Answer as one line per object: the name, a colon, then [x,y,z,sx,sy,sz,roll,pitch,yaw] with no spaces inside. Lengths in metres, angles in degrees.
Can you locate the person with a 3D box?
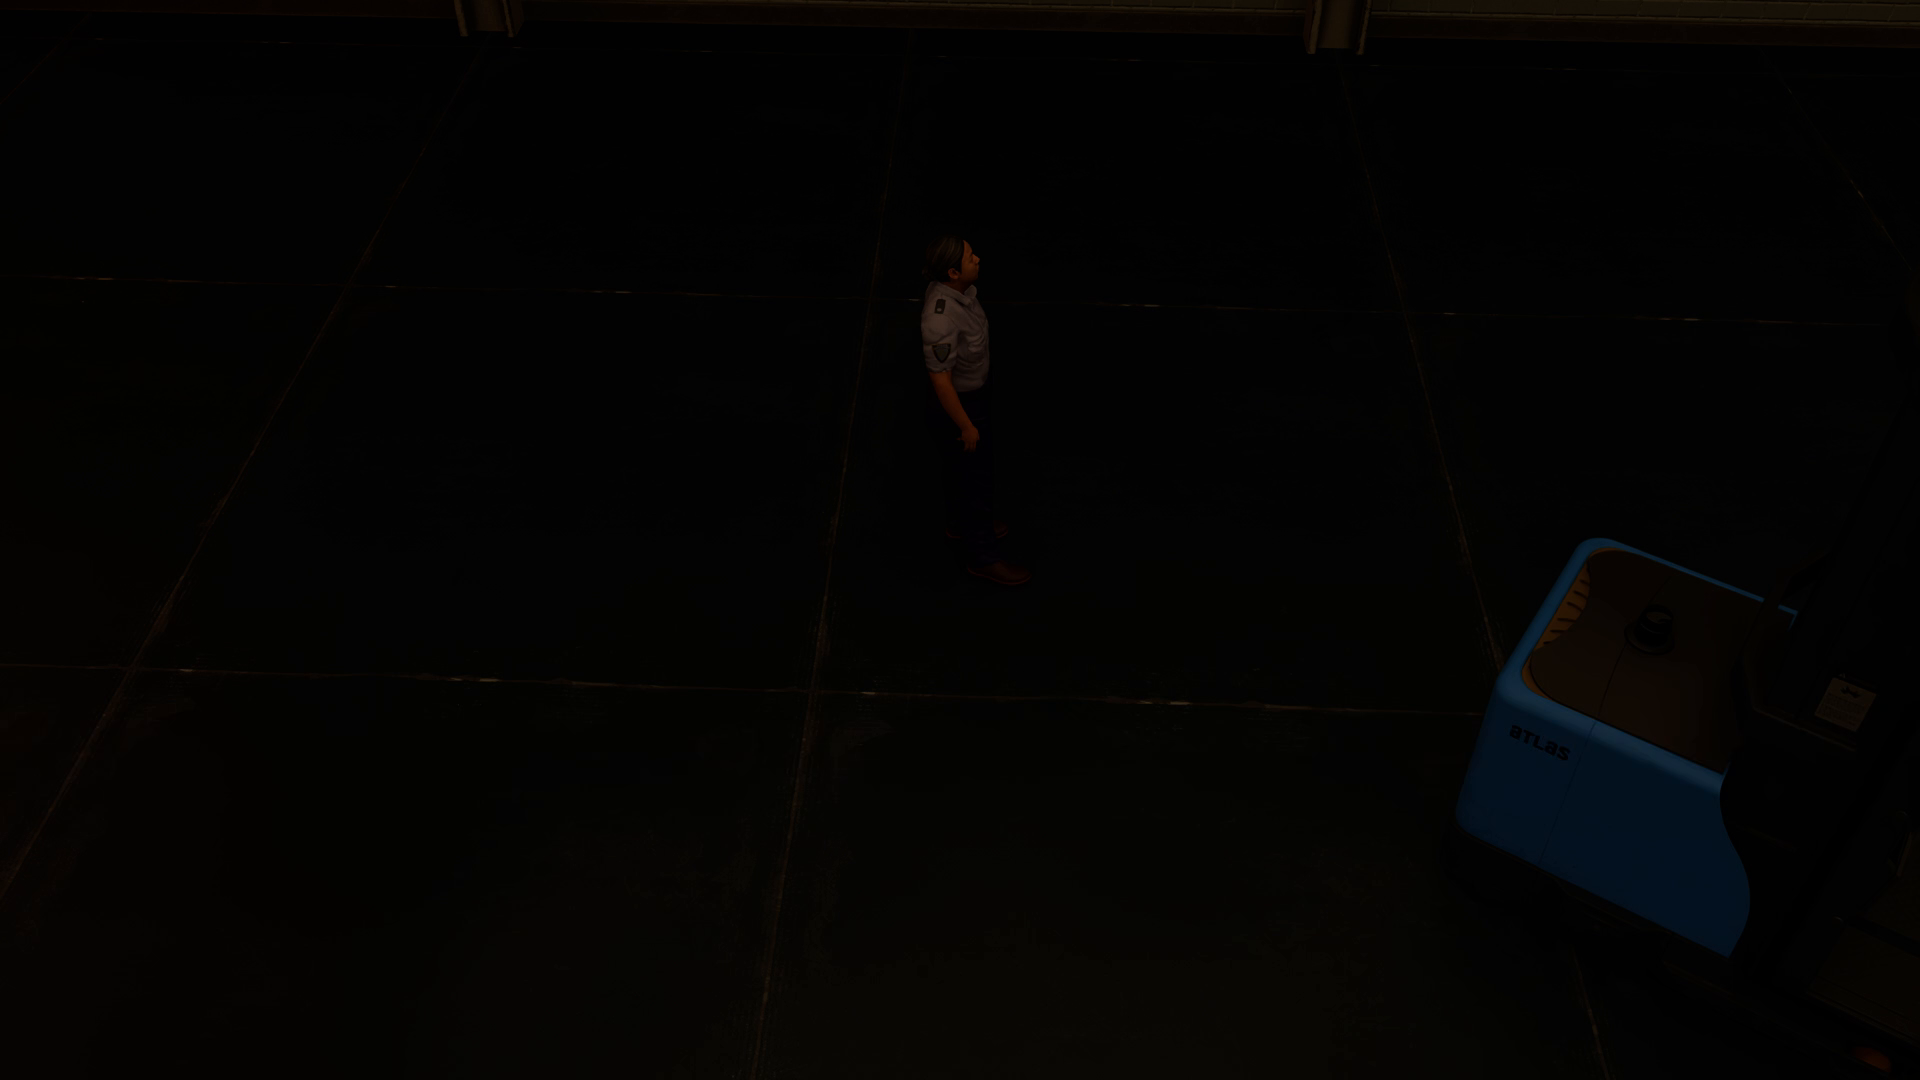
person: [0.088,-0.596,7.336,0.503,1.650,0.599,2,42,2]

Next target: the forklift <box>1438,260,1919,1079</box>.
forklift: [3.364,0.507,5.187,3.031,2.935,1.130,25,48,25]
